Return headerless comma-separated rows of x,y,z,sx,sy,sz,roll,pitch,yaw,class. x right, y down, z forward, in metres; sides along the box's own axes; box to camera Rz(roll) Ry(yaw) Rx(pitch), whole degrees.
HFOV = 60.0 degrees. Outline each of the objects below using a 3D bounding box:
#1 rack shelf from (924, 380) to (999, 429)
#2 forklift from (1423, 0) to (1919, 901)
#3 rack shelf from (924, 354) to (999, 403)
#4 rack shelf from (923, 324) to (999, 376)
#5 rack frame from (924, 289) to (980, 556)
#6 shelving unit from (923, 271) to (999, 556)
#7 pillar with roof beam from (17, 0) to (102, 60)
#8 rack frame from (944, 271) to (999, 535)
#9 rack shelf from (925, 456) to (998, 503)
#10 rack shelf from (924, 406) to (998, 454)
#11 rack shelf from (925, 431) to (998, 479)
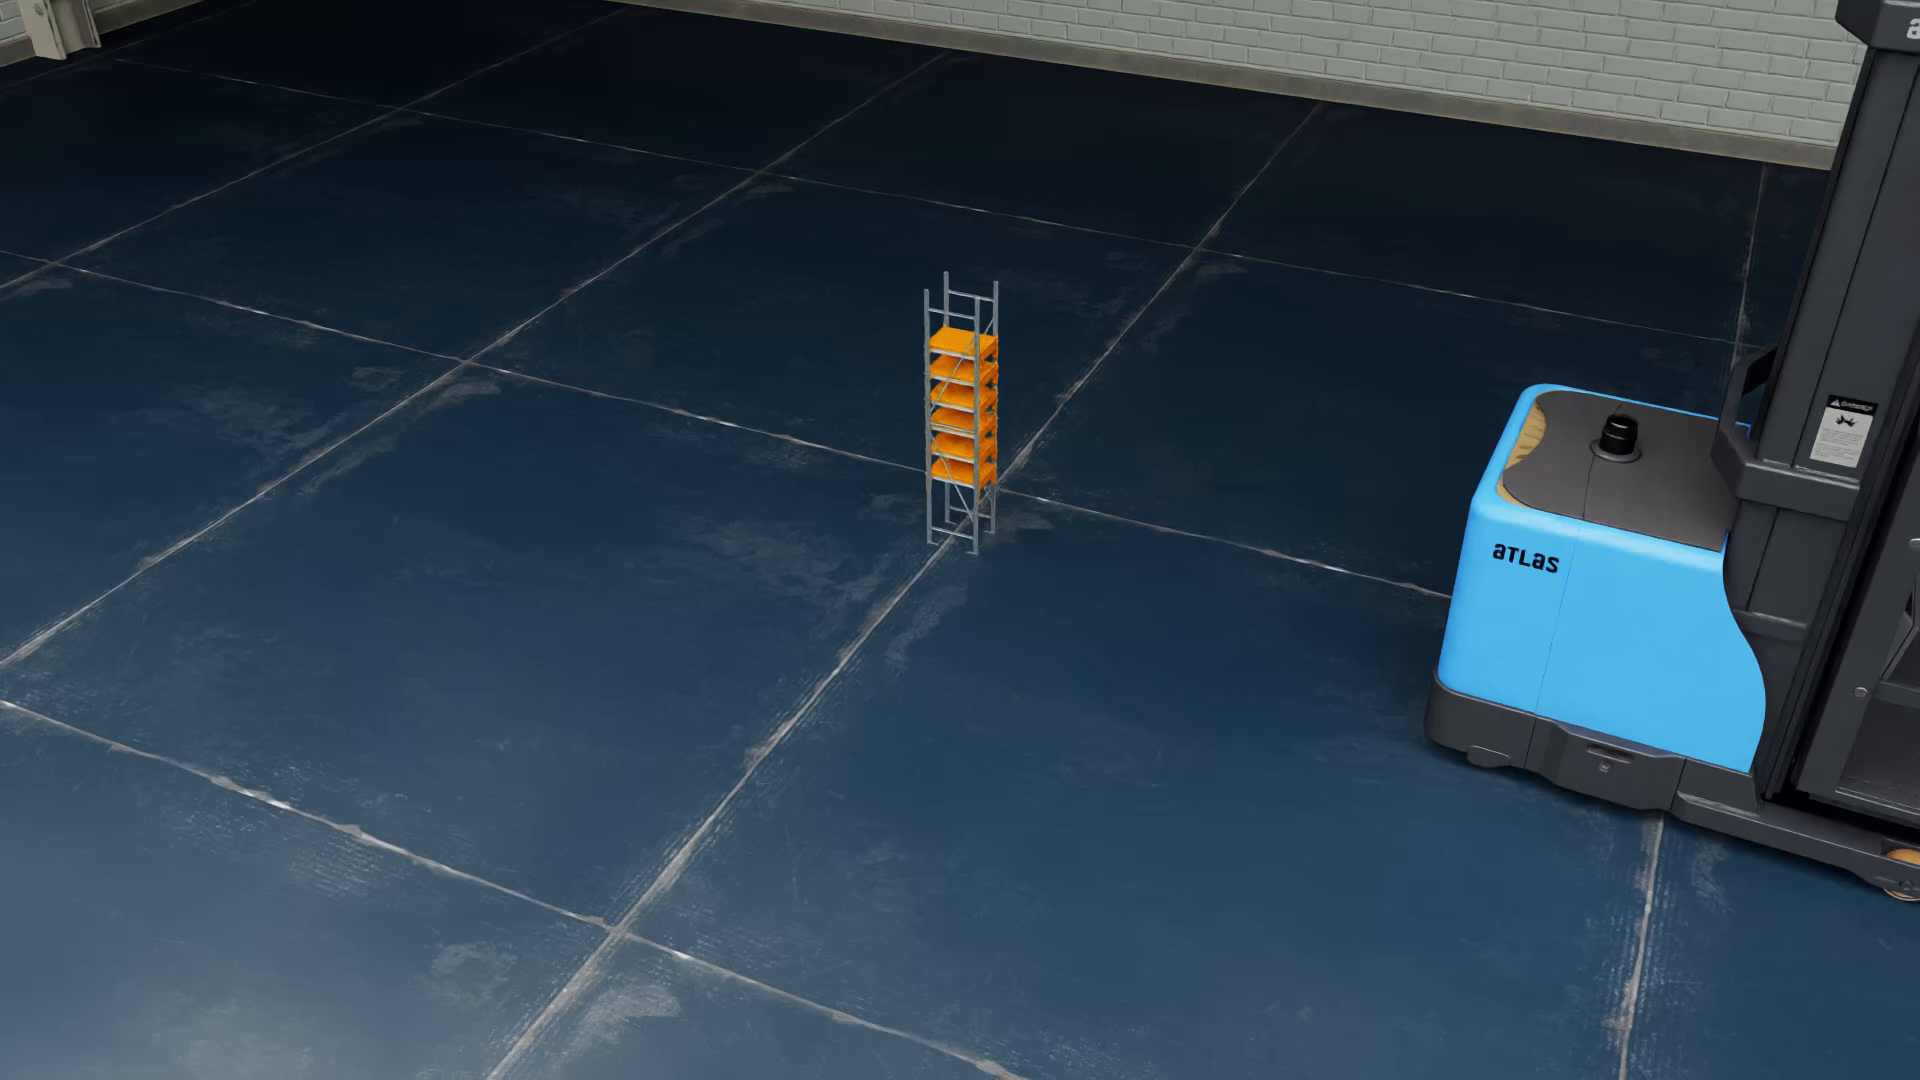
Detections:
0.006,-0.572,6.891,0.258,0.103,0.180,14,36,20,rack shelf
3.244,-0.332,5.083,3.031,2.935,1.130,15,36,22,forklift
0.006,-0.673,6.825,0.258,0.103,0.180,14,36,20,rack shelf
0.006,-0.773,6.759,0.258,0.103,0.180,14,36,20,rack shelf
-0.032,-0.463,6.862,0.240,1.200,0.006,14,36,20,rack frame
0.006,-0.509,6.932,0.258,1.200,0.189,14,36,20,shelving unit
-3.146,-6.647,9.181,9.100,9.000,0.400,14,36,20,pillar with roof beam
0.044,-0.555,7.001,0.240,1.200,0.006,14,36,20,rack frame
0.006,-0.271,7.088,0.258,0.103,0.180,14,36,20,rack shelf
0.006,-0.472,6.956,0.258,0.103,0.180,14,36,20,rack shelf
0.006,-0.371,7.022,0.258,0.103,0.180,14,36,20,rack shelf
